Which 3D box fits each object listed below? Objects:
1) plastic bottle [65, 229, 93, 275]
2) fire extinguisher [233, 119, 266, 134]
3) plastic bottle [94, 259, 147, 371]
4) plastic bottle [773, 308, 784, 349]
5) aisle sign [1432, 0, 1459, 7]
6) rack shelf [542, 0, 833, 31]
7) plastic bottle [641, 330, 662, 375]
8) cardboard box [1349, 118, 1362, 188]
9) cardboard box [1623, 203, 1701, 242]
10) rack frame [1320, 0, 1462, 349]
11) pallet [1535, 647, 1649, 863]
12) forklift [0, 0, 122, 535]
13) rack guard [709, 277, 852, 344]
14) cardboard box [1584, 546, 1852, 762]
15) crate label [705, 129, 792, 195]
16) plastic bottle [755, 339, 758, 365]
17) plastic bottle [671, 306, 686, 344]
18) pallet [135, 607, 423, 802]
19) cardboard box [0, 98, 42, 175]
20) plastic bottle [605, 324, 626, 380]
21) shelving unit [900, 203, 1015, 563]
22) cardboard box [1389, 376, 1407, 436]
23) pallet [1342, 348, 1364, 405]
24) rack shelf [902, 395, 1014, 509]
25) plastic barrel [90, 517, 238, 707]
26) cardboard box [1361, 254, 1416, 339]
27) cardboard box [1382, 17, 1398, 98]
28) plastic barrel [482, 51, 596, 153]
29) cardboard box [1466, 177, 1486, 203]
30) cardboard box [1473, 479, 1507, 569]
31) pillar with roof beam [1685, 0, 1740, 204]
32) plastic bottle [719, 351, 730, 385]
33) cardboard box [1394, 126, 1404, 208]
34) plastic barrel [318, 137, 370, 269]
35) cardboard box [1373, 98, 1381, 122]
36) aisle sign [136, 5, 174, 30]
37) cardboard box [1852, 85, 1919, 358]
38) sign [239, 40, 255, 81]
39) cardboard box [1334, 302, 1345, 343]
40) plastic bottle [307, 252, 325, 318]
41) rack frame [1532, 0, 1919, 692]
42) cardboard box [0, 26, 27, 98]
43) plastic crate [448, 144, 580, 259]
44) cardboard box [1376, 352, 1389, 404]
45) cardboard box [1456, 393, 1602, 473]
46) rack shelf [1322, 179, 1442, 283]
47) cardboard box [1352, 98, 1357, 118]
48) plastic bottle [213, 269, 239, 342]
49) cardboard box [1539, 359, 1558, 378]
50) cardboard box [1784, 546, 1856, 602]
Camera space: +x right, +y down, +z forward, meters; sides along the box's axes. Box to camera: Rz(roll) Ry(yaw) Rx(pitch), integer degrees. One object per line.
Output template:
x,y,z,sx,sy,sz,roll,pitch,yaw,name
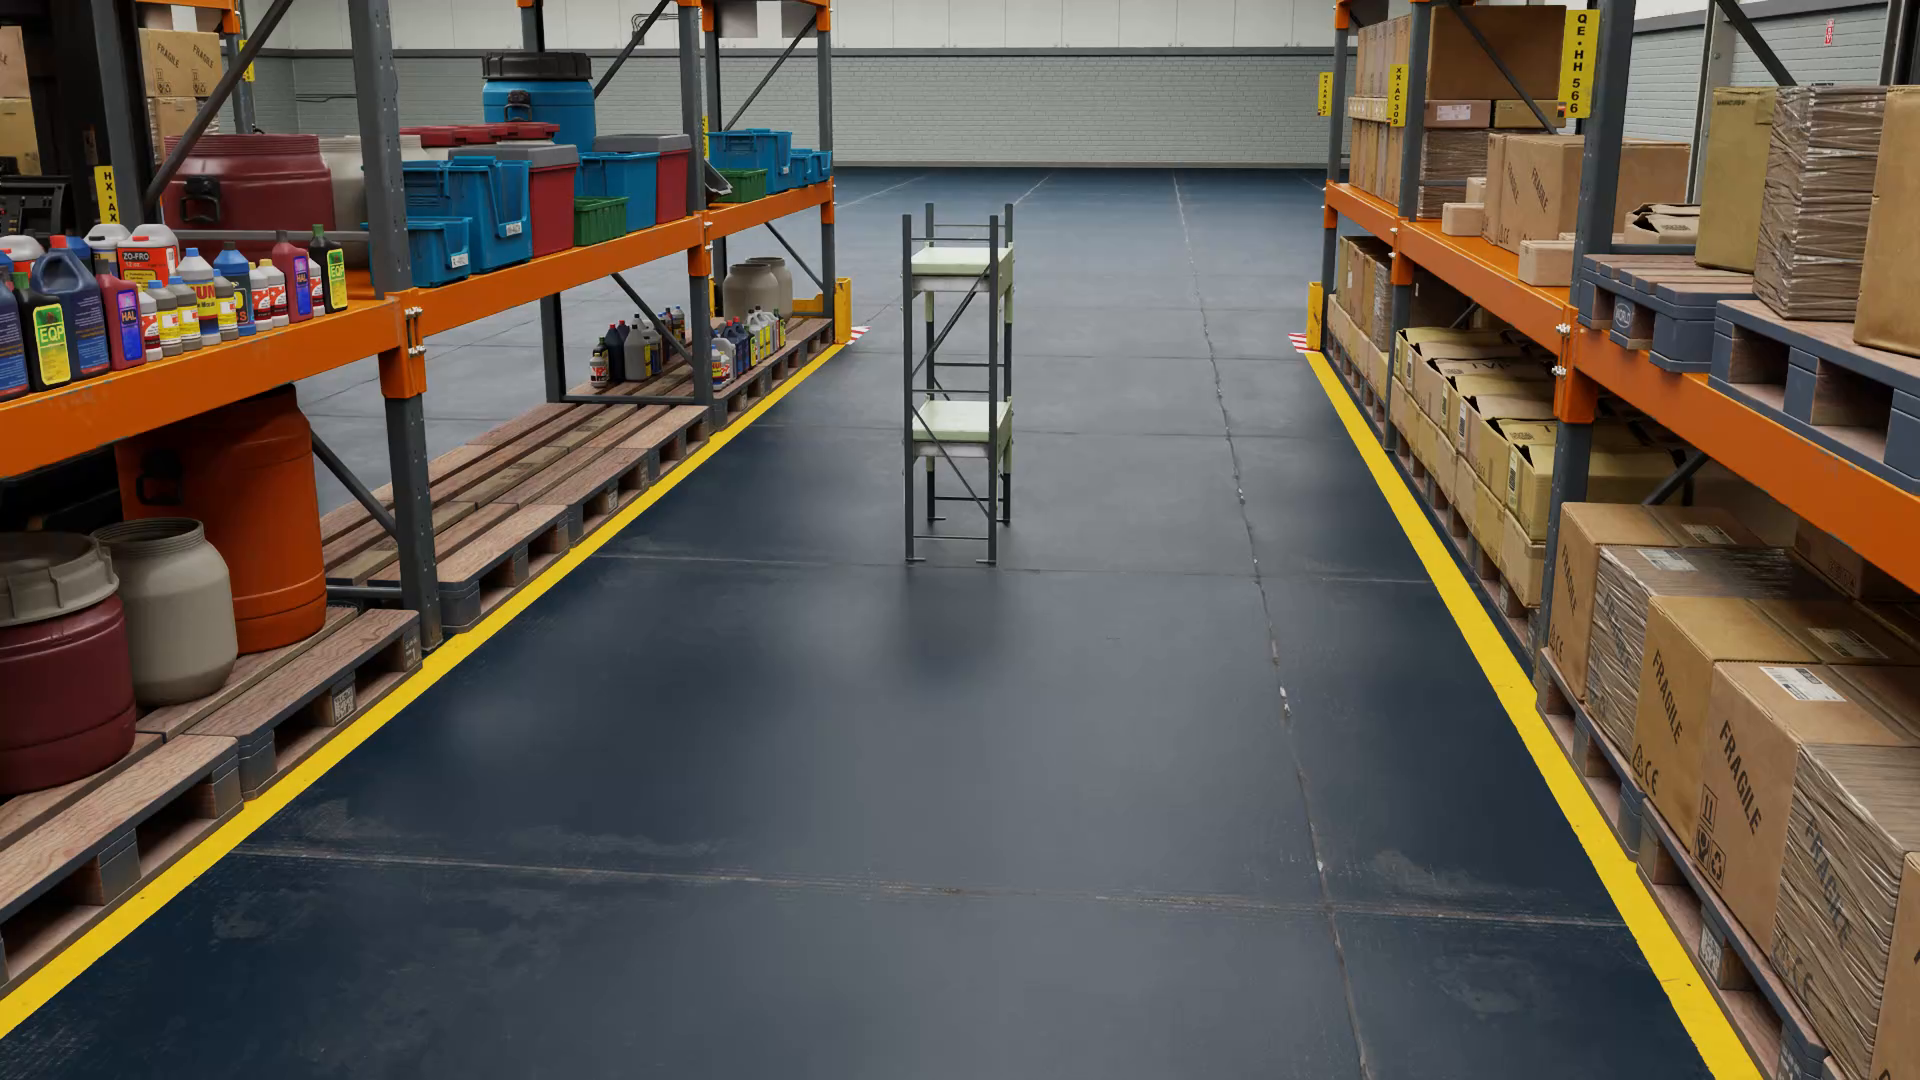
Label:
-2.848,-0.865,5.362,0.097,0.271,0.097,0,15,0,plastic bottle
-5.986,-3.259,14.115,0.296,0.674,0.183,2,15,6,fire extinguisher
-2.189,-0.589,4.317,0.061,0.283,0.133,2,15,6,plastic bottle
-1.302,-1.515,11.880,0.061,0.283,0.133,2,15,8,plastic bottle
3.685,-4.251,12.655,0.394,0.787,0.004,2,15,6,aisle sign
-1.761,-3.716,11.290,1.077,0.370,4.000,2,15,6,rack shelf
-2.029,-1.222,10.809,0.152,0.276,0.135,2,15,6,plastic bottle
3.321,-2.915,12.504,0.700,0.500,0.500,2,15,6,cardboard box
2.777,-1.096,6.138,0.500,0.311,0.500,2,15,6,cardboard box
3.386,-2.987,12.963,1.000,3.000,0.127,2,15,6,rack frame
2.362,0.626,4.942,1.003,0.211,1.213,2,15,6,pallet
-4.596,-1.470,7.482,1.130,2.935,3.031,2,15,7,forklift
-1.497,-1.906,13.755,1.175,0.500,0.348,2,15,6,rack guard
2.095,0.327,4.650,0.500,0.500,0.500,1,15,4,cardboard box
-1.474,-2.666,11.707,0.502,0.435,0.616,2,15,6,crate label
-1.407,-1.277,11.157,0.097,0.201,0.097,0,15,0,plastic bottle
-2.049,-1.568,12.100,0.097,0.271,0.097,0,15,0,plastic bottle
-2.485,0.493,5.436,1.003,0.211,1.213,2,15,6,pallet
-6.704,-2.678,11.058,0.875,0.500,0.500,2,15,6,cardboard box
-2.200,-1.206,10.607,0.144,0.351,0.185,1,15,5,plastic bottle
0.001,-0.726,7.473,0.431,1.500,0.755,2,15,6,shelving unit
2.643,-0.728,9.071,0.500,0.250,0.500,1,15,5,cardboard box
3.201,-1.126,11.422,1.003,0.211,1.213,2,15,6,pallet
0.001,-0.411,7.558,0.431,0.370,0.720,2,15,6,rack shelf
-2.451,0.215,5.080,0.421,0.512,0.421,0,15,0,plastic barrel
2.891,-1.573,10.760,0.500,0.500,0.500,2,15,6,cardboard box
3.148,-3.130,10.815,0.700,0.500,0.500,2,15,6,cardboard box
-2.331,-2.247,9.267,0.600,0.901,0.708,2,15,6,plastic barrel
2.923,-1.748,8.669,0.500,0.250,0.500,3,15,10,cardboard box
2.355,-0.065,6.620,0.500,0.250,0.500,2,15,6,cardboard box
6.166,-8.770,22.857,9.100,9.000,0.400,2,15,6,pillar with roof beam
-1.492,-1.081,10.430,0.097,0.201,0.097,0,15,0,plastic bottle
3.032,-2.250,10.046,0.700,0.500,0.500,2,15,6,cardboard box
-2.534,-1.386,6.828,0.421,0.512,0.421,0,15,0,plastic barrel
2.954,-2.855,11.038,0.380,0.149,0.250,2,15,7,cardboard box
-6.748,-4.560,13.799,0.394,0.787,0.004,2,15,6,aisle sign
2.170,-0.586,3.087,0.700,0.500,0.500,-2,15,-8,cardboard box
-5.907,-3.970,13.774,0.100,0.325,0.005,2,15,6,sign
3.052,-1.600,12.297,0.500,0.250,0.500,2,15,6,cardboard box
-2.091,-0.817,5.316,0.097,0.201,0.097,0,15,0,plastic bottle
2.483,-0.912,5.290,1.000,3.000,0.127,2,15,6,rack frame
-6.550,-3.156,10.910,0.500,0.500,0.500,2,15,6,cardboard box
-1.952,-1.500,7.341,0.402,0.464,0.583,2,15,6,plastic crate
2.770,-0.952,9.899,0.500,0.250,0.500,2,15,6,cardboard box
2.410,-0.467,7.033,0.500,0.311,0.500,2,15,6,cardboard box
3.160,-2.121,11.139,1.077,0.370,4.000,2,15,6,rack shelf
3.101,-3.185,12.259,0.380,0.149,0.250,1,15,5,cardboard box
-2.150,-0.681,4.814,0.097,0.201,0.097,0,15,0,plastic bottle
3.063,-0.718,7.960,0.500,0.311,0.500,2,15,6,cardboard box
2.611,0.331,4.636,0.500,0.500,0.500,2,15,8,cardboard box
